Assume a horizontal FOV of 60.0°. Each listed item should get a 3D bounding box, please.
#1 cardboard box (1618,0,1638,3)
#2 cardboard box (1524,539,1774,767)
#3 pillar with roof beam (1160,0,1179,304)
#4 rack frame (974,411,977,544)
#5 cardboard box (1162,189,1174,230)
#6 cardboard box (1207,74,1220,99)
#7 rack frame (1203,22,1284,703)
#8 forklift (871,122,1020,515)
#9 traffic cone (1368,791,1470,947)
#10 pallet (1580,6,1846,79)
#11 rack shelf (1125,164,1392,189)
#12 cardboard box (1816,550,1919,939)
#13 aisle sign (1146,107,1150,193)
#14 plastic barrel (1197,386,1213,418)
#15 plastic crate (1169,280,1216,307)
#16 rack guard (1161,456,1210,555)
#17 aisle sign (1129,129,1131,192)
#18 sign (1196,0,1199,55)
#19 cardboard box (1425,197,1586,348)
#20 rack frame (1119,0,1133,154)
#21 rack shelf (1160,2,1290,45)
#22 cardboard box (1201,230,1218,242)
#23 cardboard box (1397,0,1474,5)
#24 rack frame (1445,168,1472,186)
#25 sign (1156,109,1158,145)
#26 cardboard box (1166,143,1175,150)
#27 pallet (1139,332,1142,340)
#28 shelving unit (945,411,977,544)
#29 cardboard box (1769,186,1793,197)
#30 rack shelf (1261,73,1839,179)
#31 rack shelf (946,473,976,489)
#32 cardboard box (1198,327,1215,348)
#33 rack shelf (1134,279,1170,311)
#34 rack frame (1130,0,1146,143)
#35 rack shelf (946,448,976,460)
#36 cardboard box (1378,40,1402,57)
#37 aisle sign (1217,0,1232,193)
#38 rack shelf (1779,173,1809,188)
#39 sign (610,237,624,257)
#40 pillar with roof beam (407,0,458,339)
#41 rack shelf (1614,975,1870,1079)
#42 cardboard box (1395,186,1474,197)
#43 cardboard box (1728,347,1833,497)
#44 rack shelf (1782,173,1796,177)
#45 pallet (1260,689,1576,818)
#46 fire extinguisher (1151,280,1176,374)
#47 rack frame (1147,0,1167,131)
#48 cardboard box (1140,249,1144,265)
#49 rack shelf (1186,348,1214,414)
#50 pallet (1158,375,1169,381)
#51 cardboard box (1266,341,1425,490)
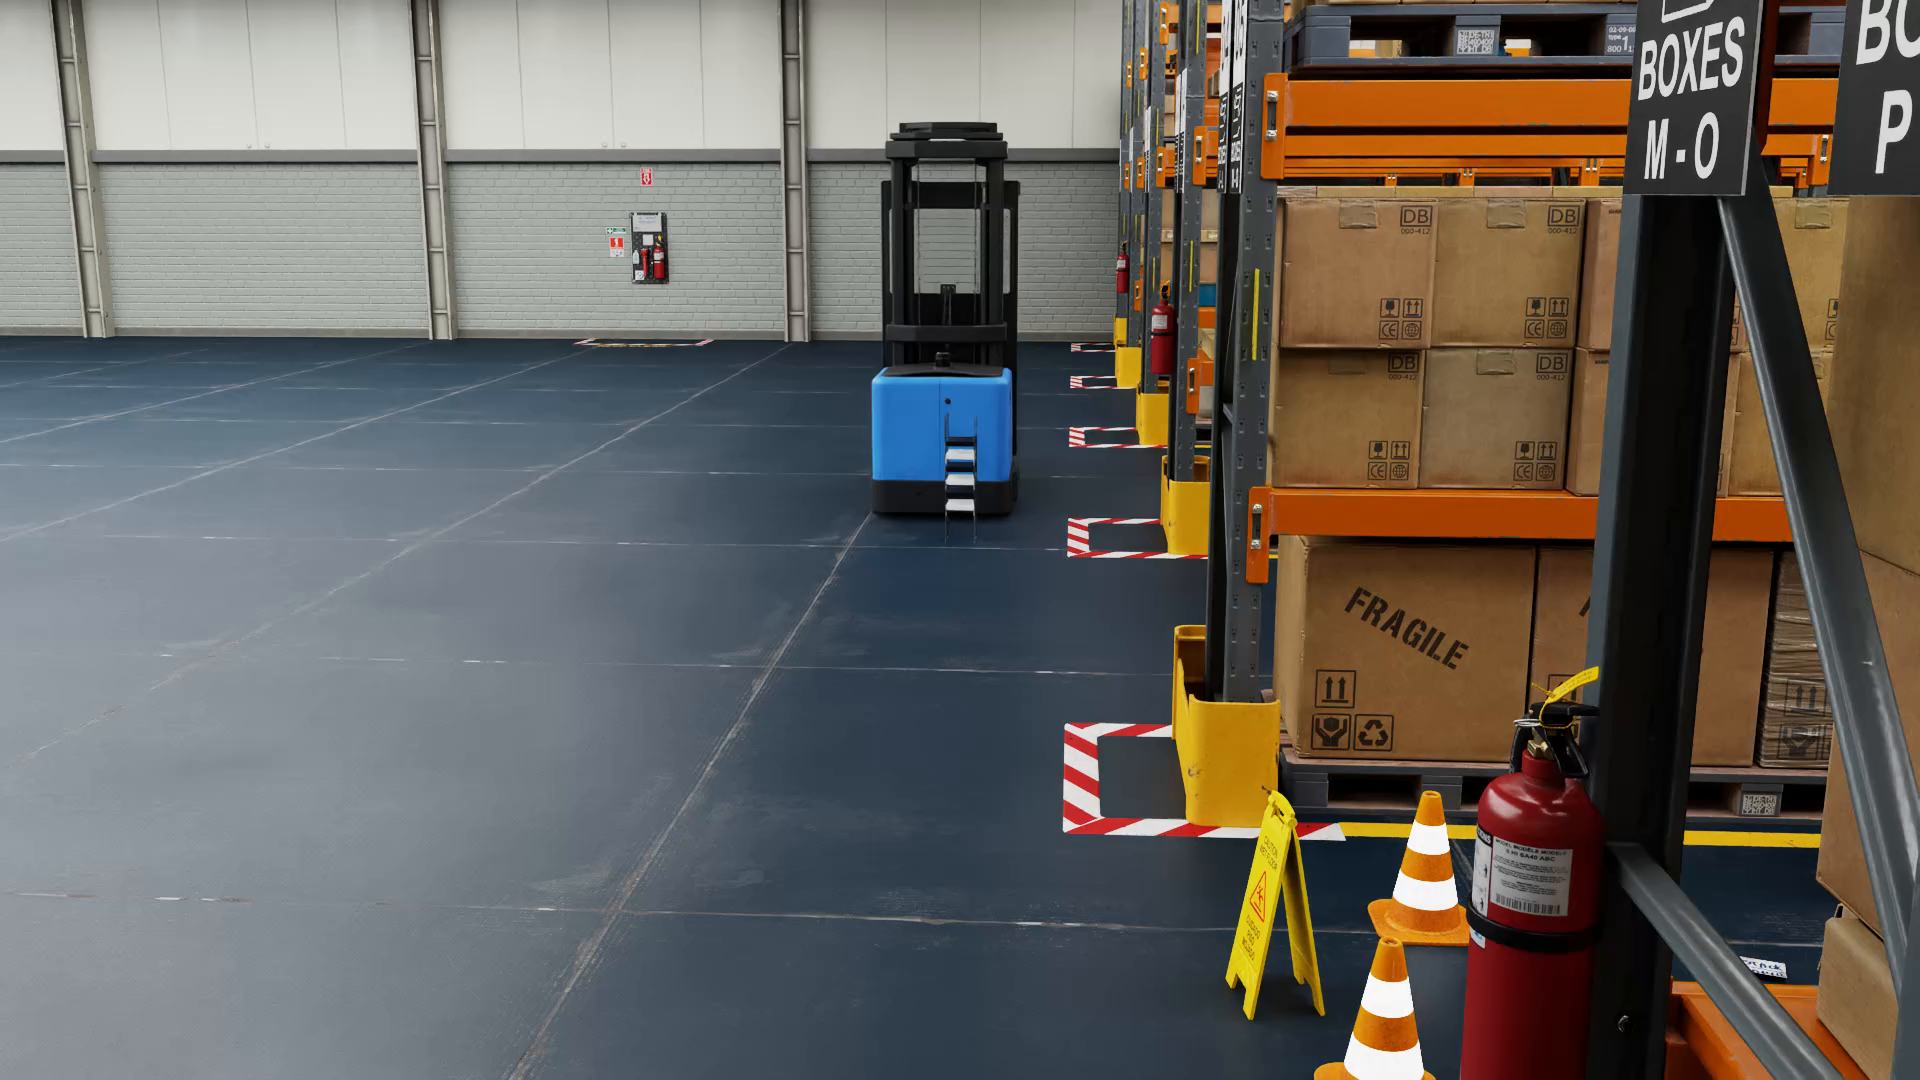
[{"bbox_3d":[2.450,-1.990,5.971,0.250,0.149,0.380,1,12,4],"label":"cardboard box"},{"bbox_3d":[2.680,0.368,6.846,0.875,0.875,0.875,1,12,3],"label":"cardboard box"},{"bbox_3d":[3.015,-6.745,22.037,0.400,9.000,9.100,1,12,4],"label":"pillar with roof beam"},{"bbox_3d":[0.110,-0.439,11.669,0.006,0.900,0.240,1,12,4],"label":"rack frame"},{"bbox_3d":[2.737,-4.184,21.029,0.500,0.500,0.700,1,12,4],"label":"cardboard box"},{"bbox_3d":[1.852,-3.136,11.498,0.250,0.149,0.380,1,12,4],"label":"cardboard box"},{"bbox_3d":[1.121,-0.474,6.707,0.127,3.000,1.000,1,12,4],"label":"rack frame"},{"bbox_3d":[-0.067,-1.876,13.577,1.130,2.935,3.031,1,12,3],"label":"forklift"},{"bbox_3d":[1.556,1.065,5.545,0.334,0.463,0.336,1,12,4],"label":"traffic cone"},{"bbox_3d":[3.083,-1.874,6.293,1.213,0.211,1.003,1,12,4],"label":"pallet"},{"bbox_3d":[4.542,-5.610,25.692,4.000,0.370,1.077,1,12,4],"label":"rack shelf"},{"bbox_3d":[1.451,0.296,2.059,0.500,0.500,0.500,1,12,3],"label":"cardboard box"},{"bbox_3d":[1.793,-3.711,15.834,0.004,0.787,0.394,1,12,4],"label":"aisle sign"},{"bbox_3d":[2.546,-1.492,16.625,0.421,0.512,0.421,0,12,0],"label":"plastic barrel"},{"bbox_3d":[2.404,-2.479,16.656,0.616,0.251,0.499,1,12,4],"label":"plastic crate"},{"bbox_3d":[1.629,-0.261,11.795,0.348,0.500,1.175,1,12,4],"label":"rack guard"},{"bbox_3d":[2.173,-4.843,21.244,0.004,0.787,0.394,1,12,4],"label":"aisle sign"},{"bbox_3d":[1.518,-3.271,10.618,0.005,0.325,0.100,1,12,4],"label":"sign"},{"bbox_3d":[2.044,-1.074,6.573,0.550,0.550,0.875,1,12,4],"label":"cardboard box"},{"bbox_3d":[2.547,-7.458,25.443,0.127,3.000,1.000,1,12,4],"label":"rack frame"},{"bbox_3d":[3.880,-4.859,15.751,4.000,0.370,1.077,1,12,4],"label":"rack shelf"},{"bbox_3d":[3.109,-3.820,20.874,0.250,0.149,0.380,1,12,4],"label":"cardboard box"},{"bbox_3d":[1.696,-2.000,6.021,0.250,0.149,0.380,1,12,4],"label":"cardboard box"},{"bbox_3d":[6.210,-3.455,20.957,0.127,3.000,1.000,1,12,4],"label":"rack frame"},{"bbox_3d":[1.844,-3.858,15.536,0.005,0.325,0.100,1,12,4],"label":"sign"},{"bbox_3d":[3.397,-5.978,25.401,0.500,0.500,0.500,2,12,8],"label":"cardboard box"},{"bbox_3d":[3.431,-3.137,26.250,1.213,0.211,1.003,1,12,4],"label":"pallet"},{"bbox_3d":[0.008,-0.440,11.675,0.210,0.900,0.258,1,12,4],"label":"shelving unit"},{"bbox_3d":[5.077,-2.065,10.900,0.500,0.500,0.500,1,12,4],"label":"cardboard box"},{"bbox_3d":[3.117,-1.562,6.342,4.000,0.370,1.077,1,12,4],"label":"rack shelf"},{"bbox_3d":[0.008,-0.408,11.682,0.200,0.077,0.258,1,12,4],"label":"rack shelf"},{"bbox_3d":[3.239,-2.677,21.097,0.500,0.500,0.500,1,12,4],"label":"cardboard box"},{"bbox_3d":[4.215,-3.130,21.161,4.000,0.370,1.077,1,12,4],"label":"rack shelf"},{"bbox_3d":[2.219,-6.446,20.604,0.127,3.000,1.000,1,12,4],"label":"rack frame"},{"bbox_3d":[0.008,-0.584,11.645,0.200,0.077,0.258,1,12,4],"label":"rack shelf"},{"bbox_3d":[3.017,-3.318,10.784,0.500,0.500,0.500,1,12,4],"label":"cardboard box"},{"bbox_3d":[1.071,-1.808,6.738,0.004,0.787,0.394,1,12,4],"label":"aisle sign"},{"bbox_3d":[12.197,-4.489,20.331,4.000,0.370,1.077,1,12,4],"label":"rack shelf"},{"bbox_3d":[-5.692,-4.858,27.580,0.234,0.329,0.001,1,12,4],"label":"sign"},{"bbox_3d":[-8.958,-6.910,22.822,0.400,9.000,9.100,1,12,4],"label":"pillar with roof beam"},{"bbox_3d":[2.887,0.918,1.809,4.000,0.370,1.077,1,12,4],"label":"rack shelf"},{"bbox_3d":[3.082,-2.092,11.028,0.500,0.500,0.500,1,12,4],"label":"cardboard box"},{"bbox_3d":[3.127,-0.516,6.543,0.500,0.550,0.875,1,12,4],"label":"cardboard box"},{"bbox_3d":[12.524,-5.501,25.169,4.000,0.370,1.077,1,12,4],"label":"rack shelf"},{"bbox_3d":[1.924,0.886,7.016,1.213,0.211,1.003,1,12,4],"label":"pallet"},{"bbox_3d":[1.470,-1.543,12.010,0.183,0.674,0.296,1,12,4],"label":"fire extinguisher"},{"bbox_3d":[1.885,-5.434,15.767,0.127,3.000,1.000,1,12,4],"label":"rack frame"},{"bbox_3d":[3.012,-4.386,25.728,0.500,0.250,0.500,0,12,2],"label":"cardboard box"},{"bbox_3d":[3.549,-1.106,11.487,4.000,0.370,1.077,1,12,4],"label":"rack shelf"},{"bbox_3d":[2.985,-2.143,21.495,1.213,0.211,1.003,1,12,4],"label":"pallet"},{"bbox_3d":[1.495,-0.551,6.711,0.550,0.550,0.875,1,12,4],"label":"cardboard box"}]
